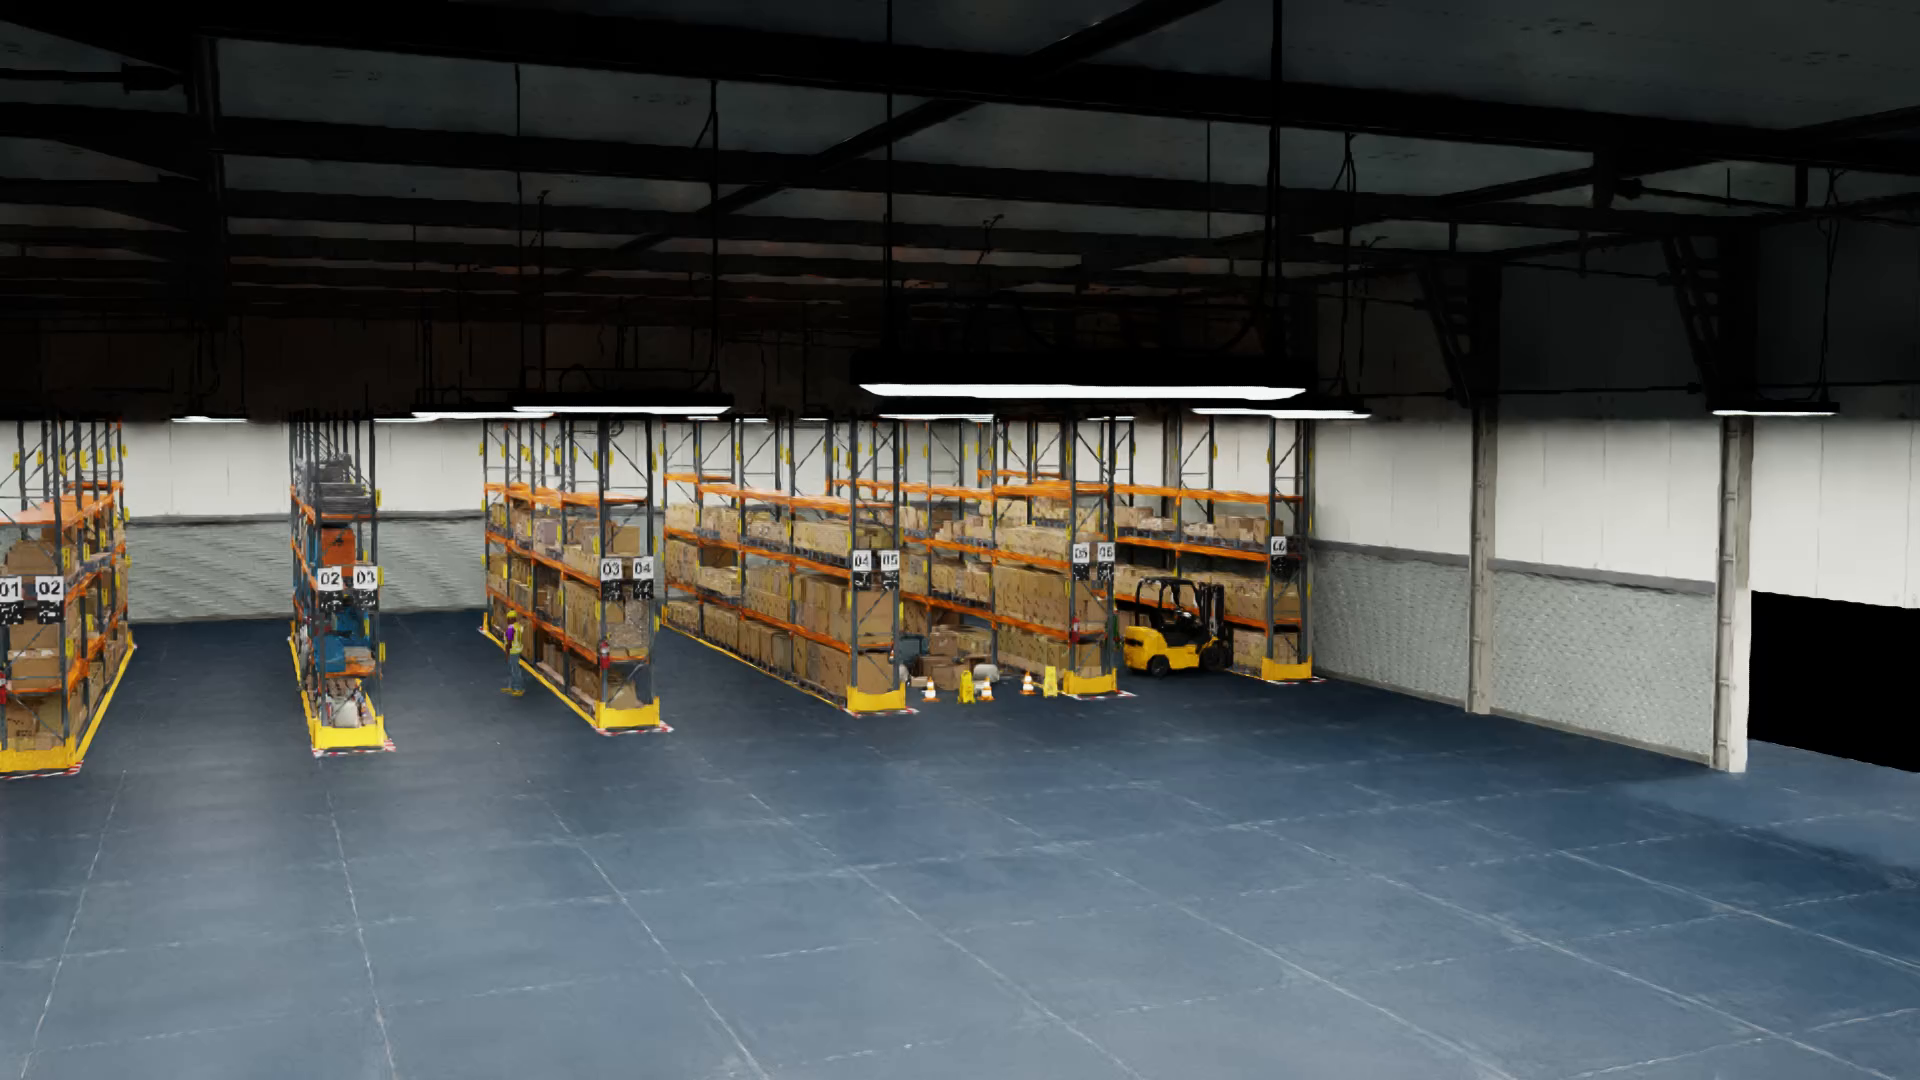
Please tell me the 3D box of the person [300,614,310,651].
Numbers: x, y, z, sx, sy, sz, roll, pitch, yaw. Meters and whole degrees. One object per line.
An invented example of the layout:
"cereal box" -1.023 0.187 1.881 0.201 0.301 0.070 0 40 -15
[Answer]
"person" -13.909 1.966 35.589 0.445 0.825 0.382 0 4 -2

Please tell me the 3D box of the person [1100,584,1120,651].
"person" 3.744 1.901 41.943 0.575 1.739 0.661 0 4 1

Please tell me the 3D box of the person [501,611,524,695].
"person" -9.475 2.365 35.134 0.569 1.763 0.673 0 4 1

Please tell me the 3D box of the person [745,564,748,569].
"person" -6.236 1.530 47.931 0.457 1.662 0.498 1 4 8
